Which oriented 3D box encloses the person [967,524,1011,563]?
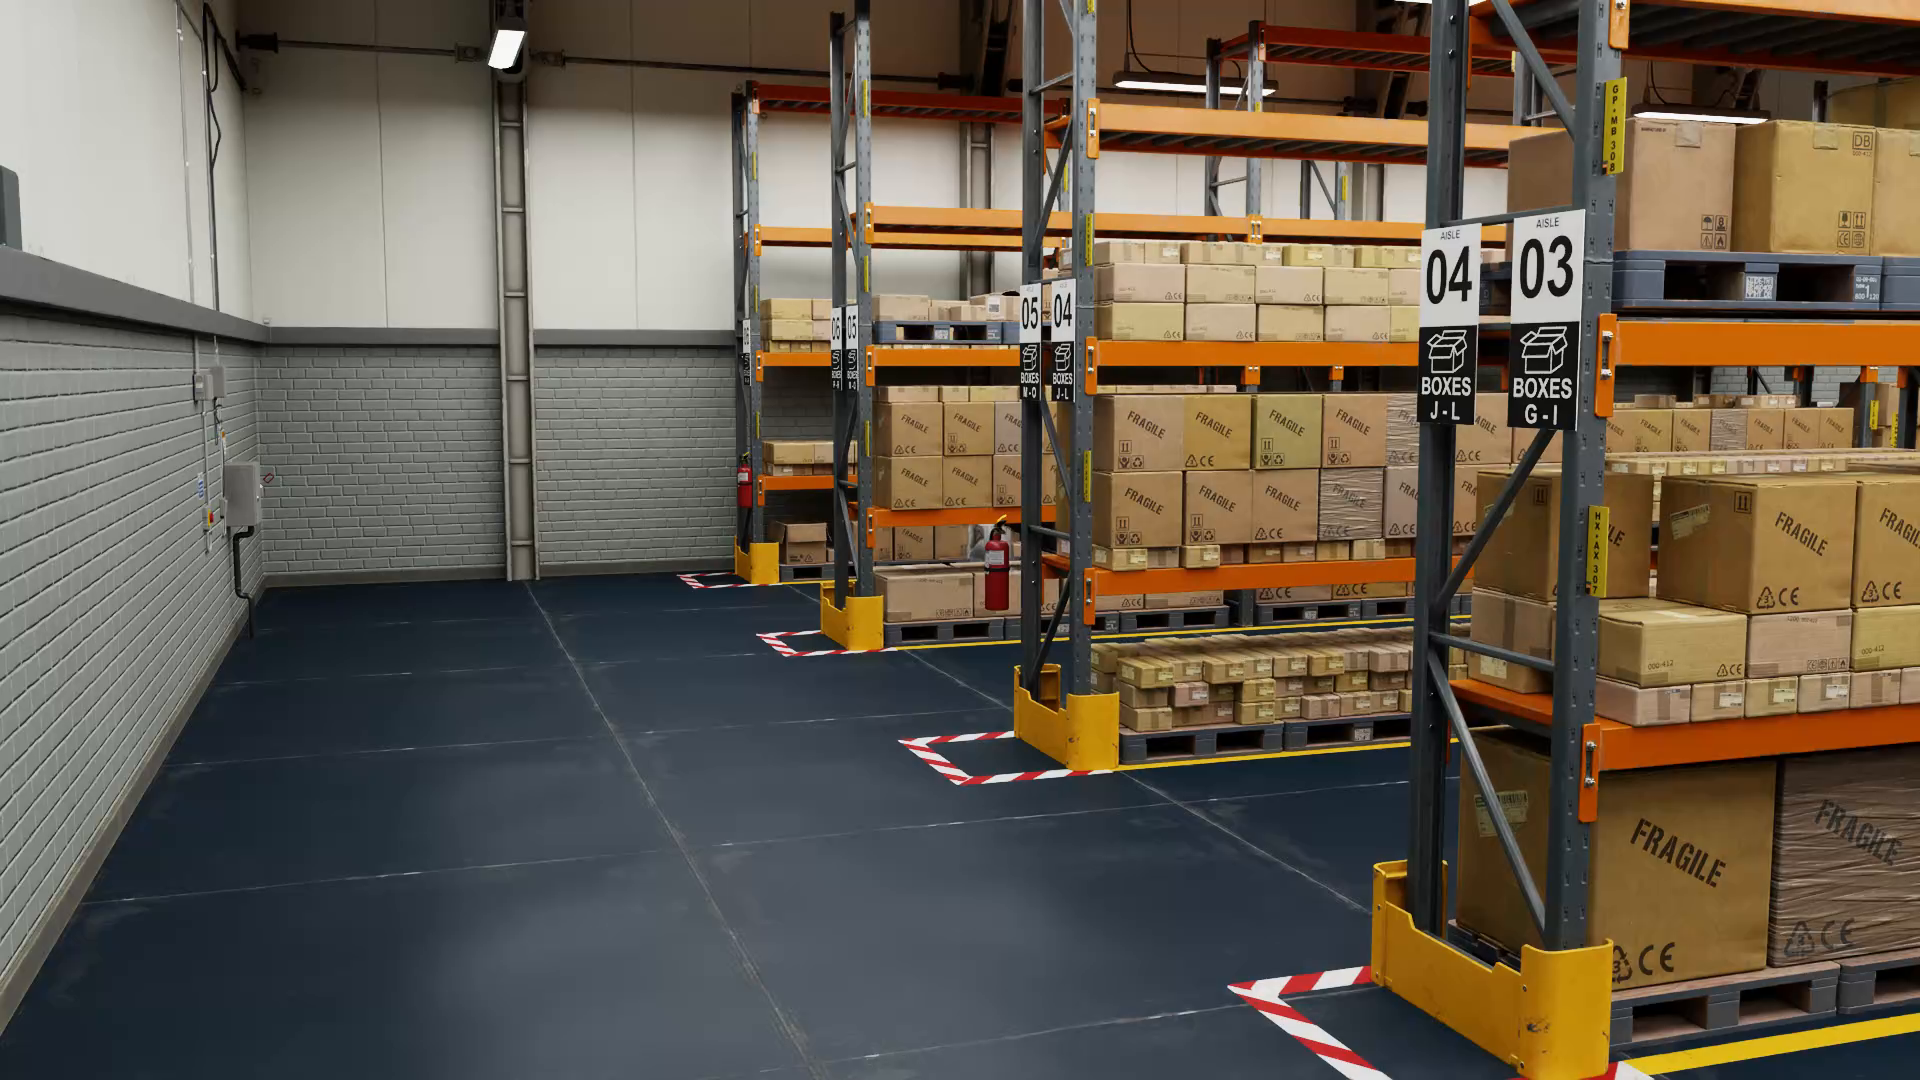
[{"bbox_3d":[0.323,0.141,19.679,0.428,0.910,0.854,-2,6,-21],"label":"person"}]
